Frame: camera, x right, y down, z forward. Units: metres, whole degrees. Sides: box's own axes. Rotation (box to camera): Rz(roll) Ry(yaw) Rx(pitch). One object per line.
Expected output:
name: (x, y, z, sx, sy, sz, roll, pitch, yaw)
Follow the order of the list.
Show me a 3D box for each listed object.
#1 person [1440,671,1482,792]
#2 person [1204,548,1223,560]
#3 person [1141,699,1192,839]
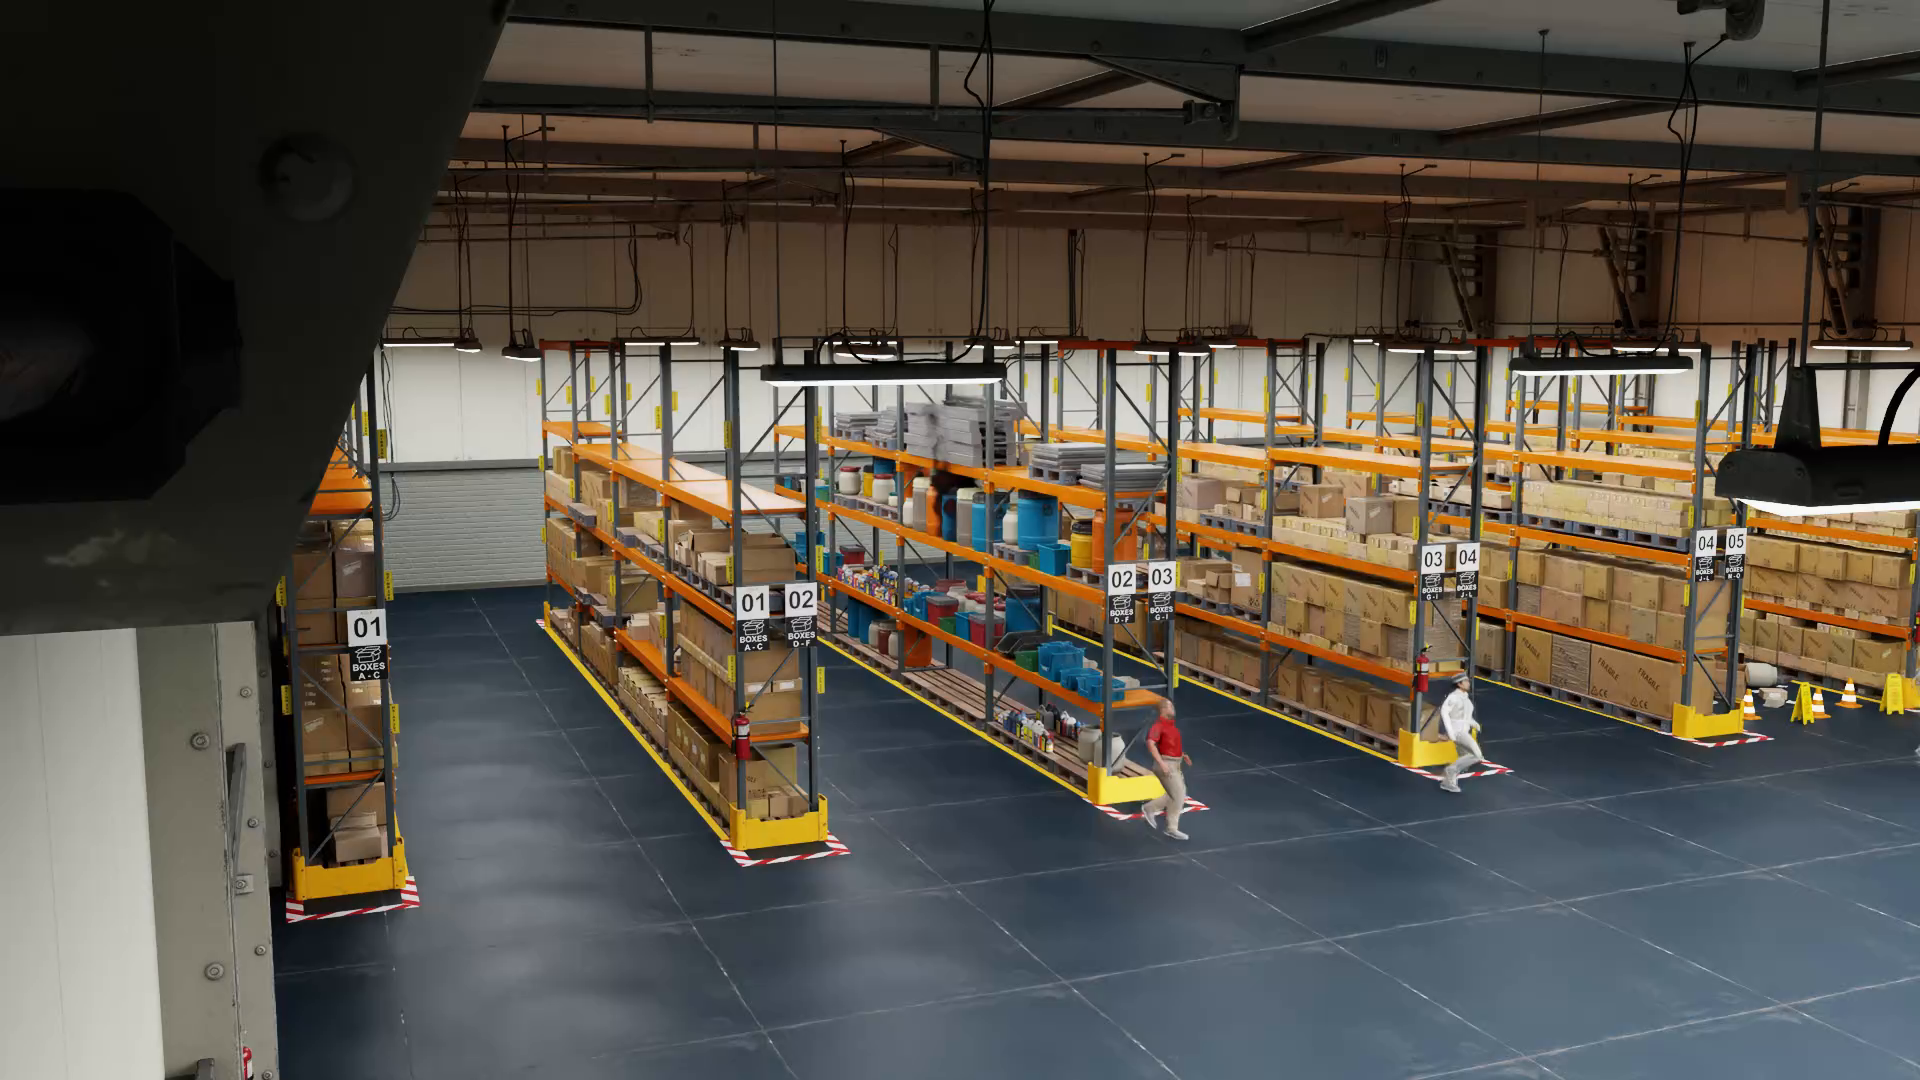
person: (6.835, 2.590, 22.557, 0.532, 1.626, 0.596, 4, 8, 28)
person: (6.431, -0.015, 42.104, 0.849, 1.735, 0.733, -2, 8, -17)
person: (2.581, 2.833, 20.703, 0.648, 1.694, 0.717, 3, 8, 23)
